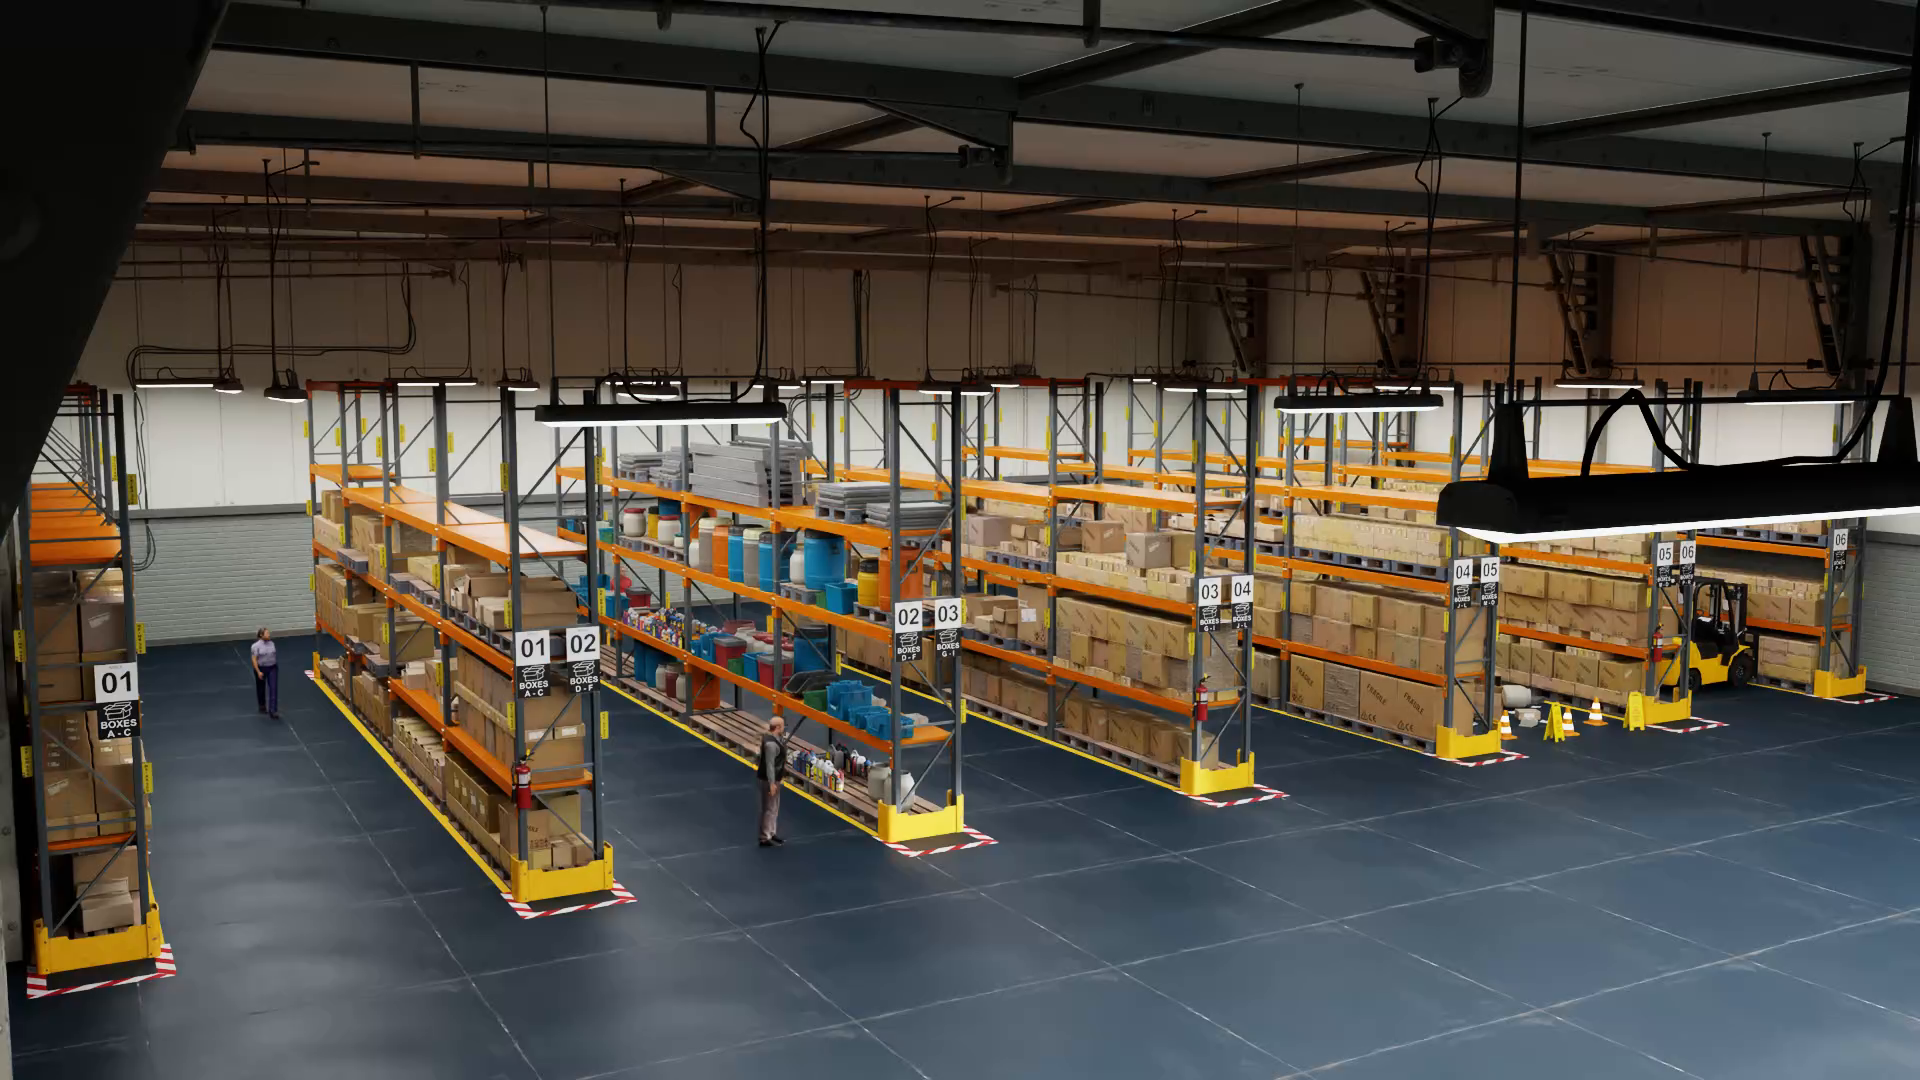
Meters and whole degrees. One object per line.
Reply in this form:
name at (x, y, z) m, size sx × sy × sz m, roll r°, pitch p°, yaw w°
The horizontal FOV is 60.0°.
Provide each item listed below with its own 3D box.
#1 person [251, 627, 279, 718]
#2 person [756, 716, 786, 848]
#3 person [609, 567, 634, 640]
person at (-12.480, 2.362, 29.872) m, size 0.452 × 1.605 × 0.938 m, roll -3°, pitch 7°, yaw -24°
person at (-2.480, 3.162, 21.821) m, size 0.387 × 1.731 × 0.566 m, roll 0°, pitch 6°, yaw -3°
person at (-7.656, 1.445, 37.905) m, size 0.555 × 1.665 × 1.043 m, roll -5°, pitch 8°, yaw -39°
